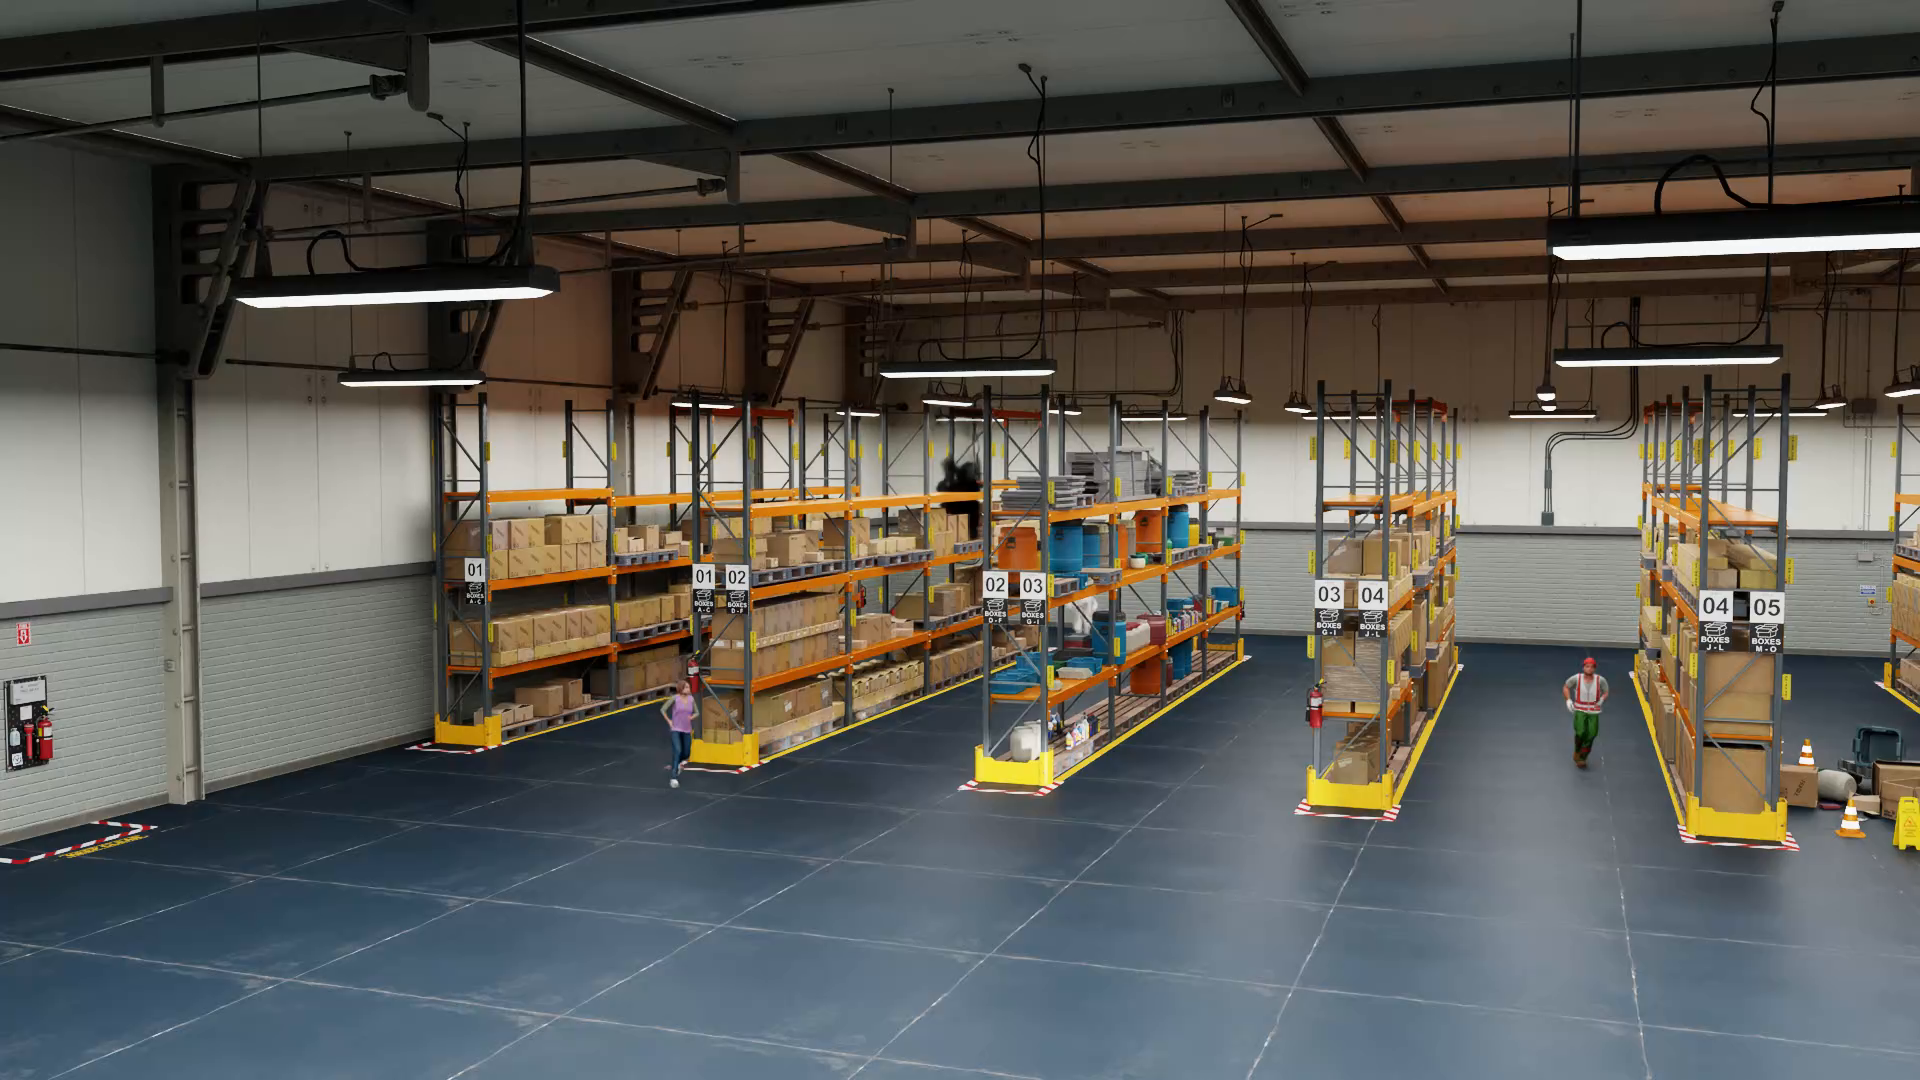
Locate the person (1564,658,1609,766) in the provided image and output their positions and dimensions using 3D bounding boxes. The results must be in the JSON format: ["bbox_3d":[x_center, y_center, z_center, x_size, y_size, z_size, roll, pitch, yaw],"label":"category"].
[{"bbox_3d":[9.895,2.724,26.229,0.657,1.736,0.622,1,3,13],"label":"person"}]

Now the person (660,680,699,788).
[{"bbox_3d":[-4.221,2.904,25.192,0.566,1.570,0.774,-2,4,-32],"label":"person"}]

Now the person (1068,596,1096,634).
[{"bbox_3d":[2.991,1.943,40.499,0.726,1.760,0.911,0,3,-4],"label":"person"}]

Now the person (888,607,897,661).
[{"bbox_3d":[-1.418,2.132,38.048,0.695,1.692,0.809,1,3,17],"label":"person"}]
